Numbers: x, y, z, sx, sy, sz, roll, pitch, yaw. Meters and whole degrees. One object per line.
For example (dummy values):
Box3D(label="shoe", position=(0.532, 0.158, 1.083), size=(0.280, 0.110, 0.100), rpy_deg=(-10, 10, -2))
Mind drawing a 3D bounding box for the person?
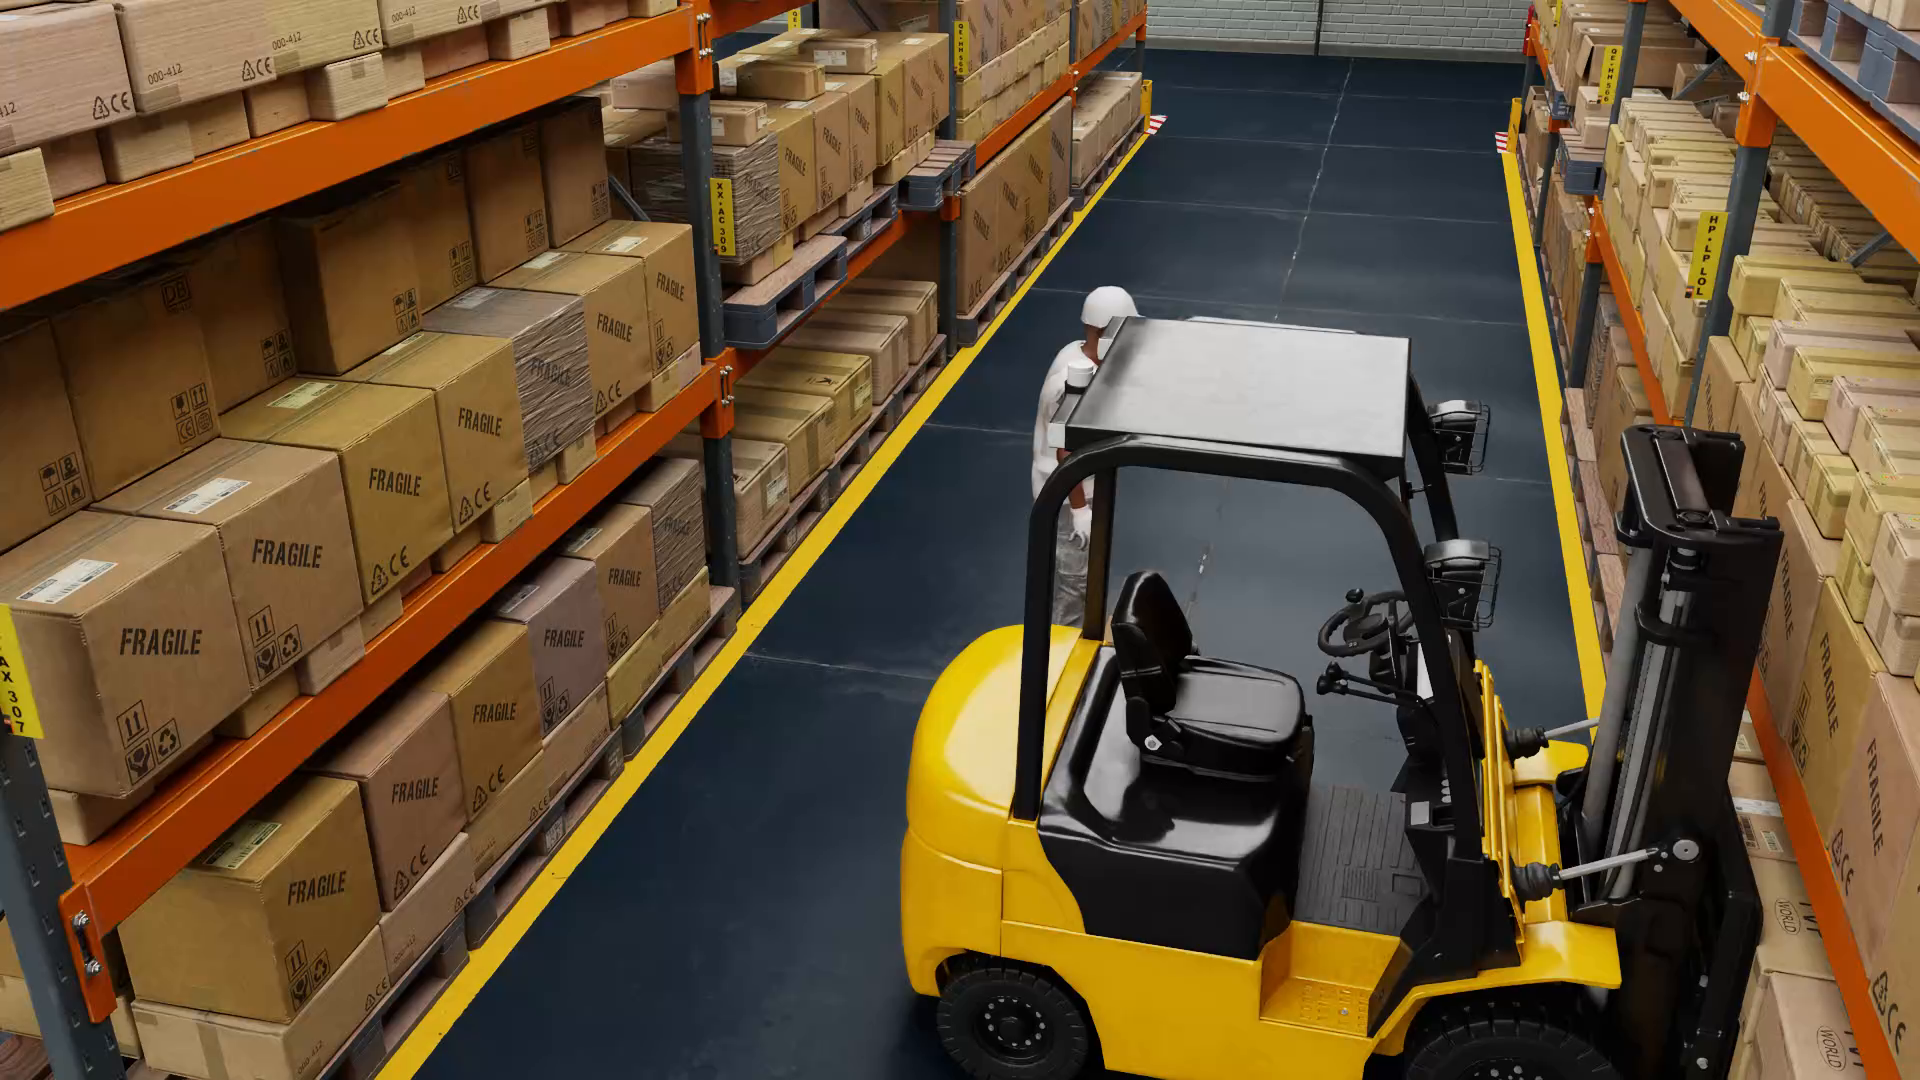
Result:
Box3D(label="person", position=(0.535, -0.202, 7.026), size=(0.449, 1.774, 0.633), rpy_deg=(5, 26, 11))
